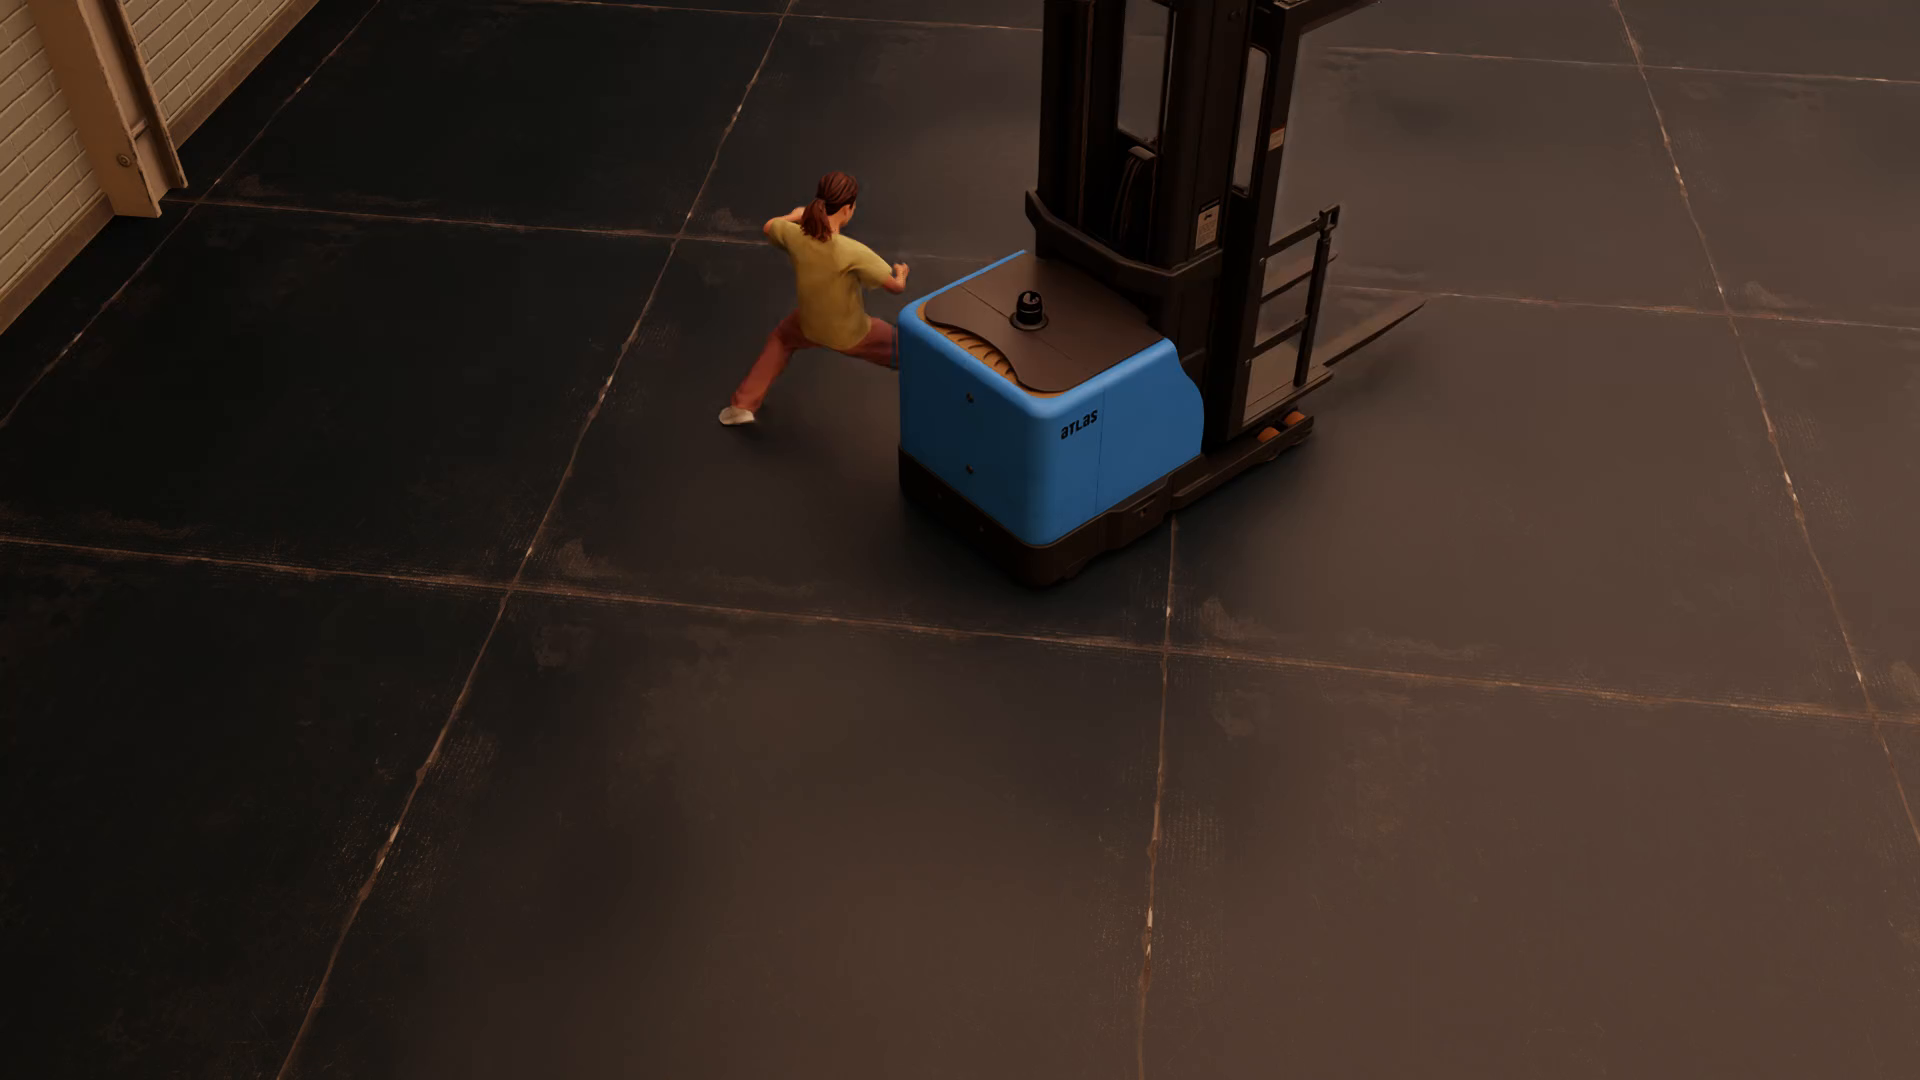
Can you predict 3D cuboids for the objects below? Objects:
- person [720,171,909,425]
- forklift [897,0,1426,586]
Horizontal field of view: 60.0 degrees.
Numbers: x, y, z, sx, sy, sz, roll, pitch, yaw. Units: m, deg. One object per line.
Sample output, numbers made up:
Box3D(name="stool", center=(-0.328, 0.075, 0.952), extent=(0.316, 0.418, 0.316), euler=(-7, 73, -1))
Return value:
Box3D(name="person", center=(-0.563, -1.162, 8.079), extent=(1.213, 1.486, 0.825), euler=(20, 46, 20))
Box3D(name="forklift", center=(1.152, -1.721, 7.597), extent=(3.031, 2.935, 1.130), euler=(-30, 50, -29))
